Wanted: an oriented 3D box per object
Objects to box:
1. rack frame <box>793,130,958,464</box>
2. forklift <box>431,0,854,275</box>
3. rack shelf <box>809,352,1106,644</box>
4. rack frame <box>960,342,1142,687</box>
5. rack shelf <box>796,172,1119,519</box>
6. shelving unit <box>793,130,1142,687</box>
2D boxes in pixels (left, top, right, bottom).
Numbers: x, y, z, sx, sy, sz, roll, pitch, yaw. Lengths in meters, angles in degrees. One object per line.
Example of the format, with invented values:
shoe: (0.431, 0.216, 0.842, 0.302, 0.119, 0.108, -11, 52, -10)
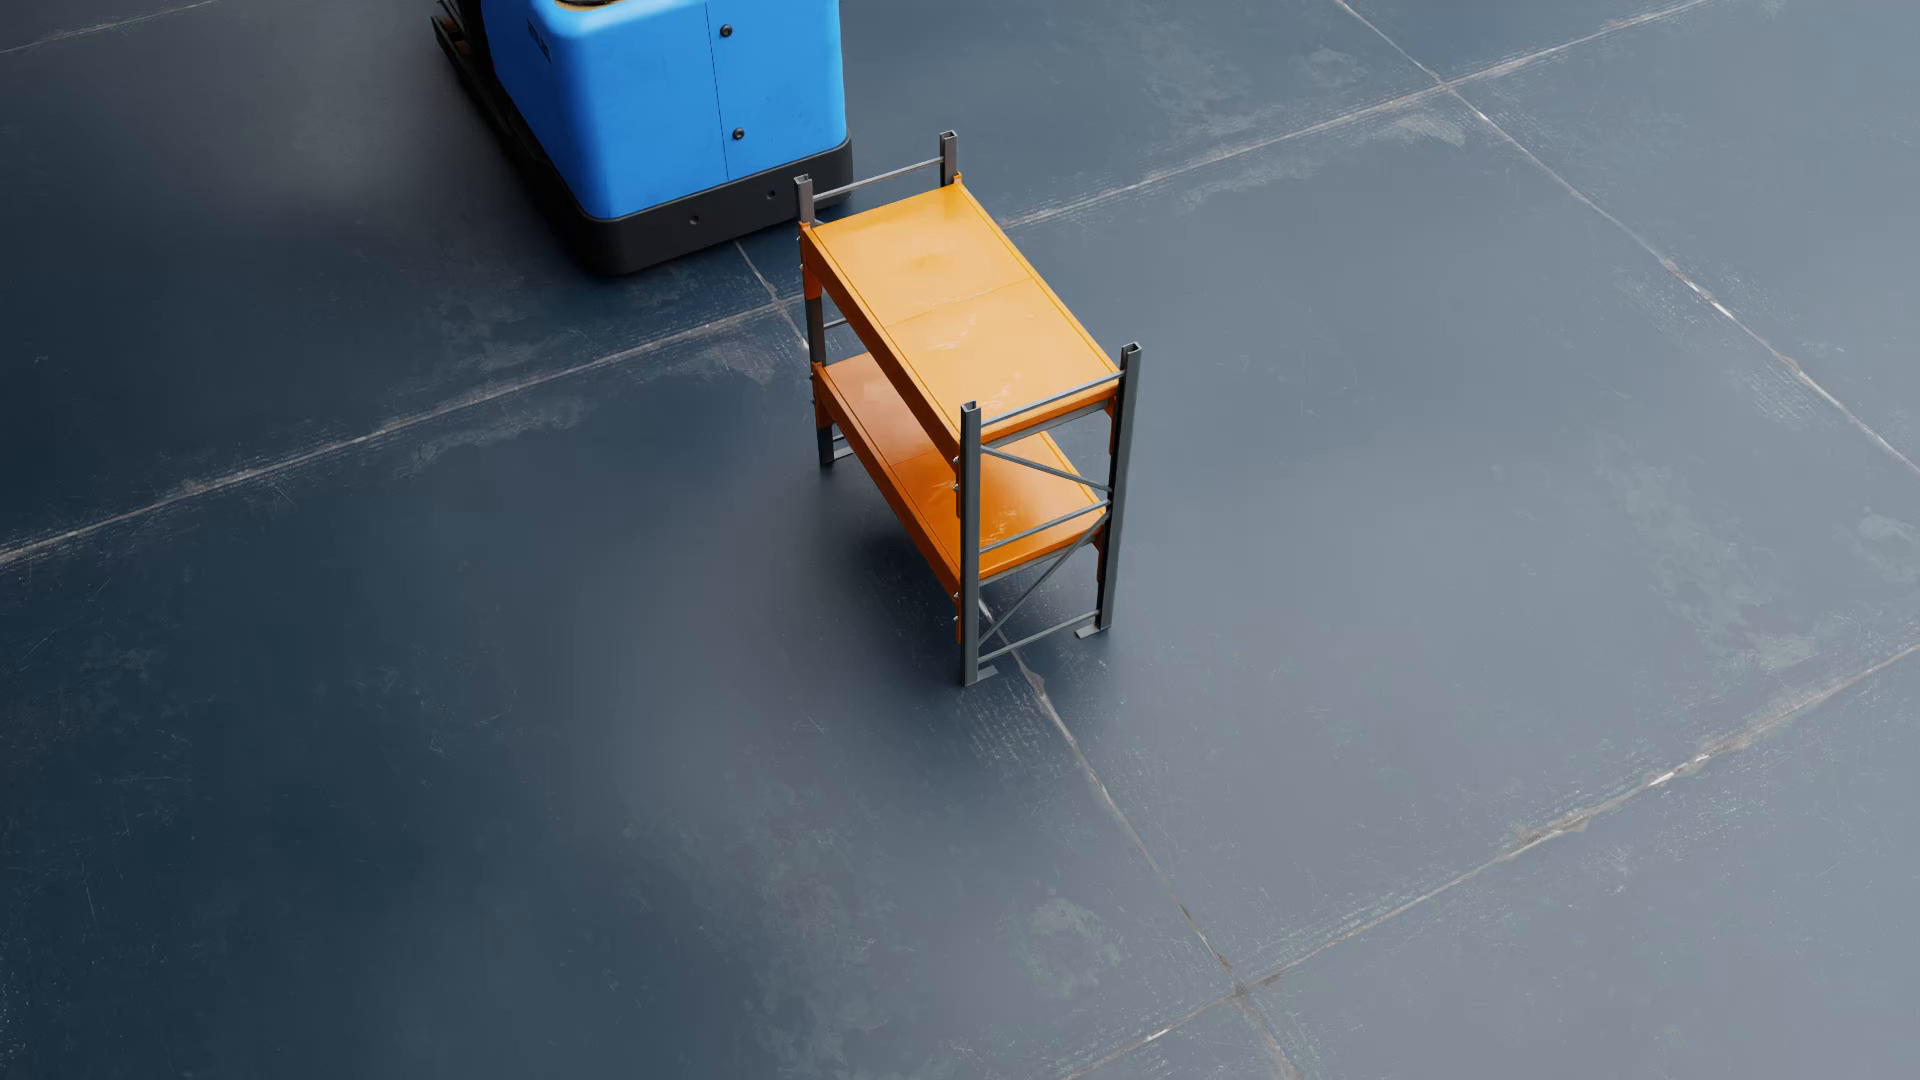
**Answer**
rack frame: (-0.236, -0.715, 5.128, 0.500, 1.125, 0.032, -21, 52, -18)
forklift: (-1.558, -3.031, 5.953, 1.130, 2.935, 3.031, -23, 53, -19)
rack shelf: (-0.003, -0.214, 5.015, 0.538, 0.278, 1.000, -21, 52, -18)
rack frame: (0.230, -0.035, 4.533, 0.500, 1.125, 0.032, -21, 52, -18)
rack shelf: (-0.003, -0.568, 4.610, 0.538, 0.278, 1.000, -21, 52, -18)
shelving unit: (-0.003, -0.375, 4.831, 0.538, 1.125, 1.048, -21, 52, -18)
